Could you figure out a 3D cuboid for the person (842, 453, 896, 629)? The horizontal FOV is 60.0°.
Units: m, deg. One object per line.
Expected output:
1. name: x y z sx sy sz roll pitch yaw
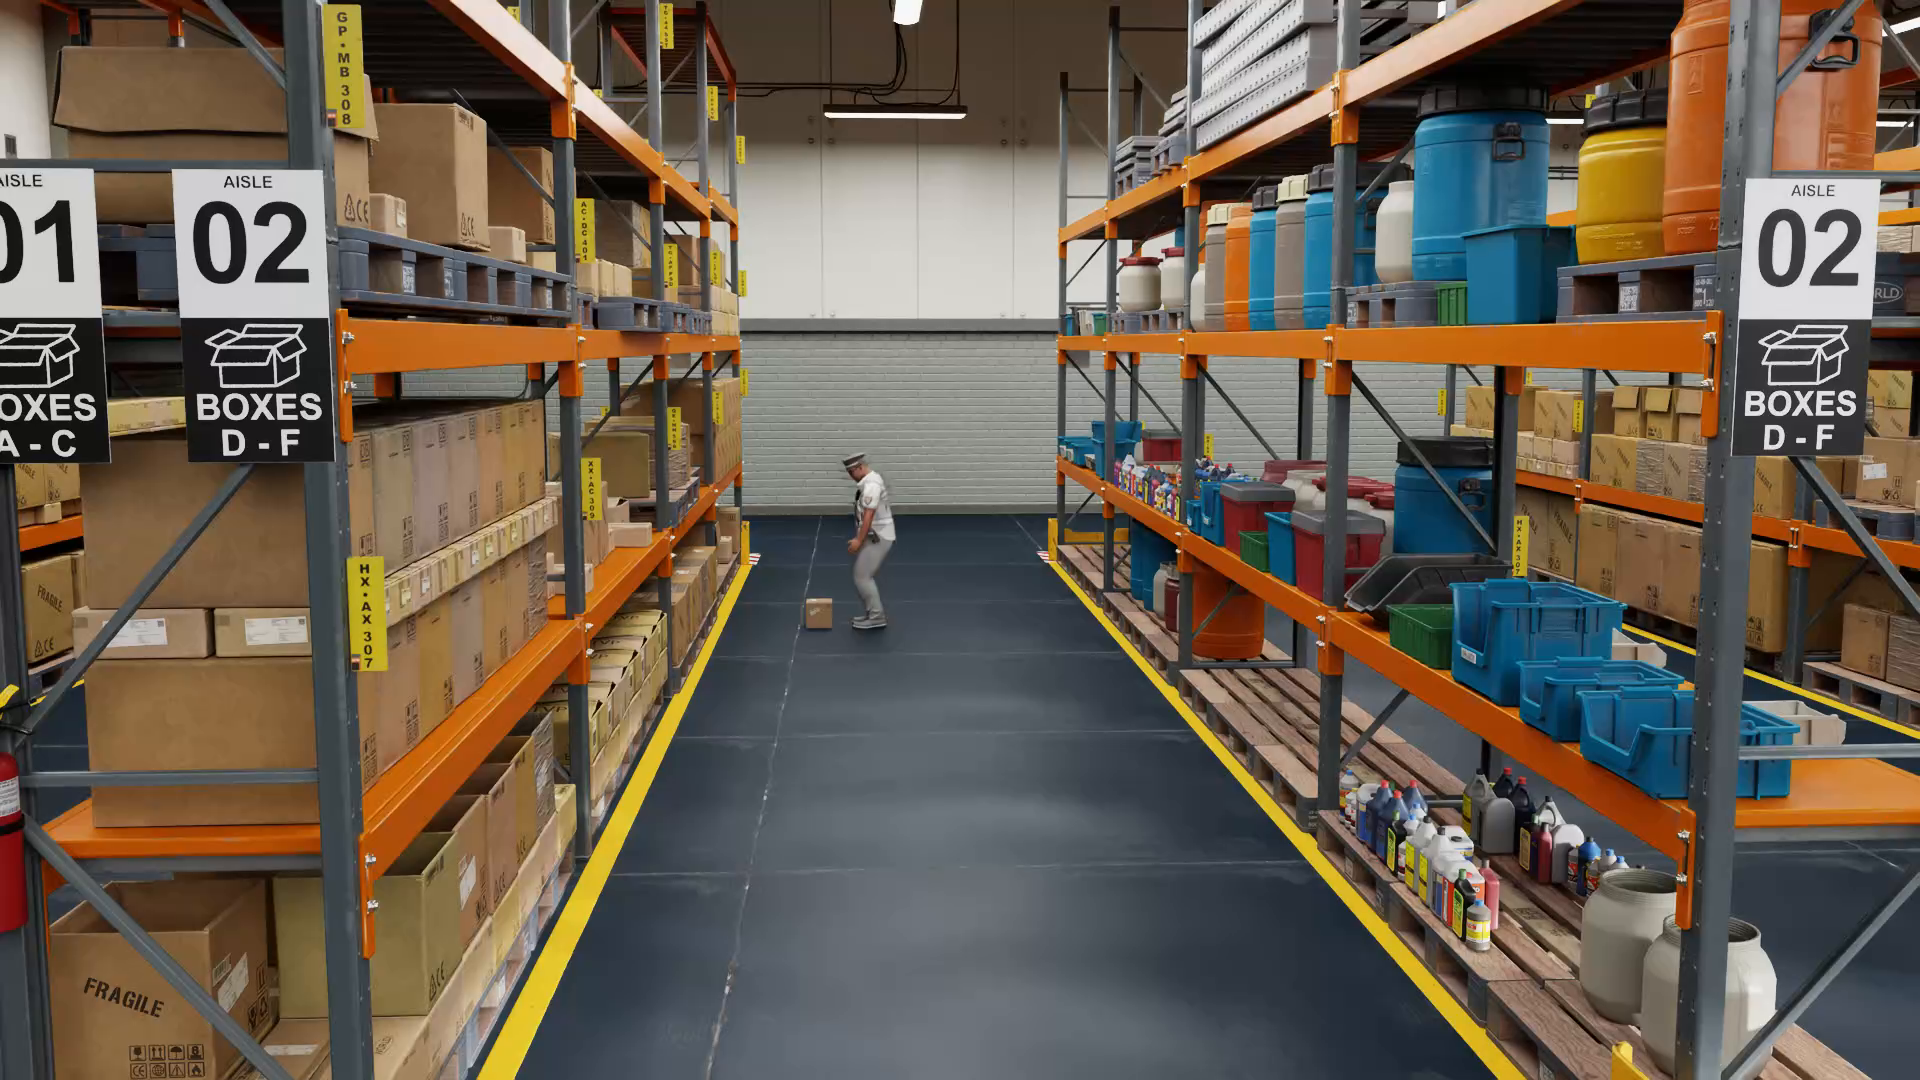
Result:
1. person: -0.878 0.002 16.016 0.517 1.691 0.561 0 7 -2
